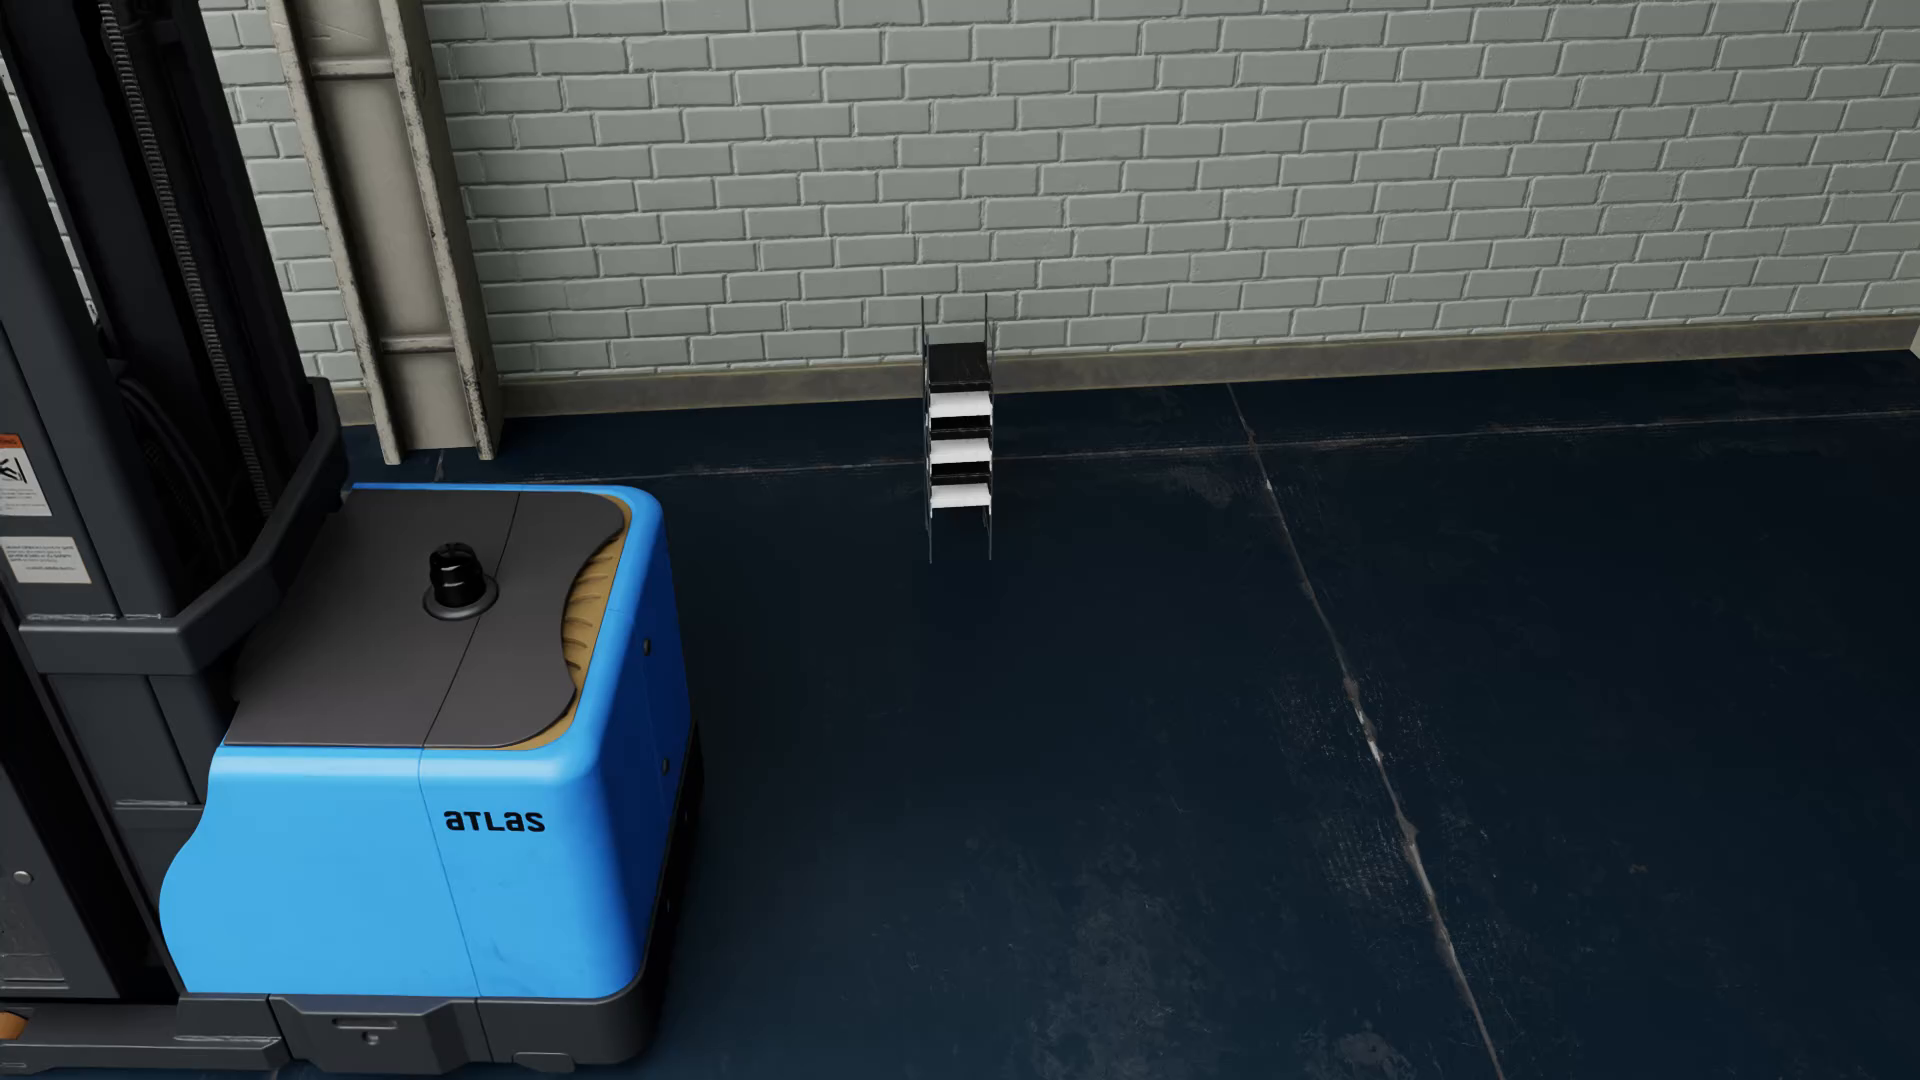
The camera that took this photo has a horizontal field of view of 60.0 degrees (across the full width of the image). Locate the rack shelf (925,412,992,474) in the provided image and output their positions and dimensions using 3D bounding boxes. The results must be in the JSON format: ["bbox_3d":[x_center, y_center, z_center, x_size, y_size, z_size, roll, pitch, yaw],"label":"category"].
[{"bbox_3d":[-0.008,-0.327,5.491,0.200,0.077,0.258,-3,38,-4],"label":"rack shelf"}]

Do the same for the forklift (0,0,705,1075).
[{"bbox_3d":[-2.255,-0.167,3.595,3.031,2.935,1.130,1,38,1],"label":"forklift"}]

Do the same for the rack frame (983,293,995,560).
[{"bbox_3d":[0.093,-0.358,5.478,0.006,0.900,0.240,-3,38,-4],"label":"rack frame"}]

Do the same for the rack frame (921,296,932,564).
[{"bbox_3d":[-0.109,-0.347,5.464,0.006,0.900,0.240,-3,38,-4],"label":"rack frame"}]

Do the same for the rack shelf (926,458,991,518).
[{"bbox_3d":[-0.008,-0.185,5.603,0.200,0.077,0.258,-3,38,-4],"label":"rack shelf"}]

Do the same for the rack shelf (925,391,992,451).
[{"bbox_3d":[-0.008,-0.397,5.436,0.200,0.077,0.258,-3,38,-4],"label":"rack shelf"}]

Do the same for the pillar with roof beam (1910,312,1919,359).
[{"bbox_3d":[4.433,-1.588,0.498,0.400,9.000,9.100,-3,38,-4],"label":"pillar with roof beam"}]

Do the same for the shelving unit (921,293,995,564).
[{"bbox_3d":[-0.008,-0.353,5.471,0.210,0.900,0.258,-3,38,-4],"label":"shelving unit"}]

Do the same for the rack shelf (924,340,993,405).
[{"bbox_3d":[-0.008,-0.539,5.324,0.200,0.077,0.258,-3,38,-4],"label":"rack shelf"}]

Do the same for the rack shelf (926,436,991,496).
[{"bbox_3d":[-0.008,-0.256,5.547,0.200,0.077,0.258,-3,38,-4],"label":"rack shelf"}]

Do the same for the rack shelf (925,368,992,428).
[{"bbox_3d":[-0.008,-0.468,5.380,0.200,0.077,0.258,-3,38,-4],"label":"rack shelf"}]
